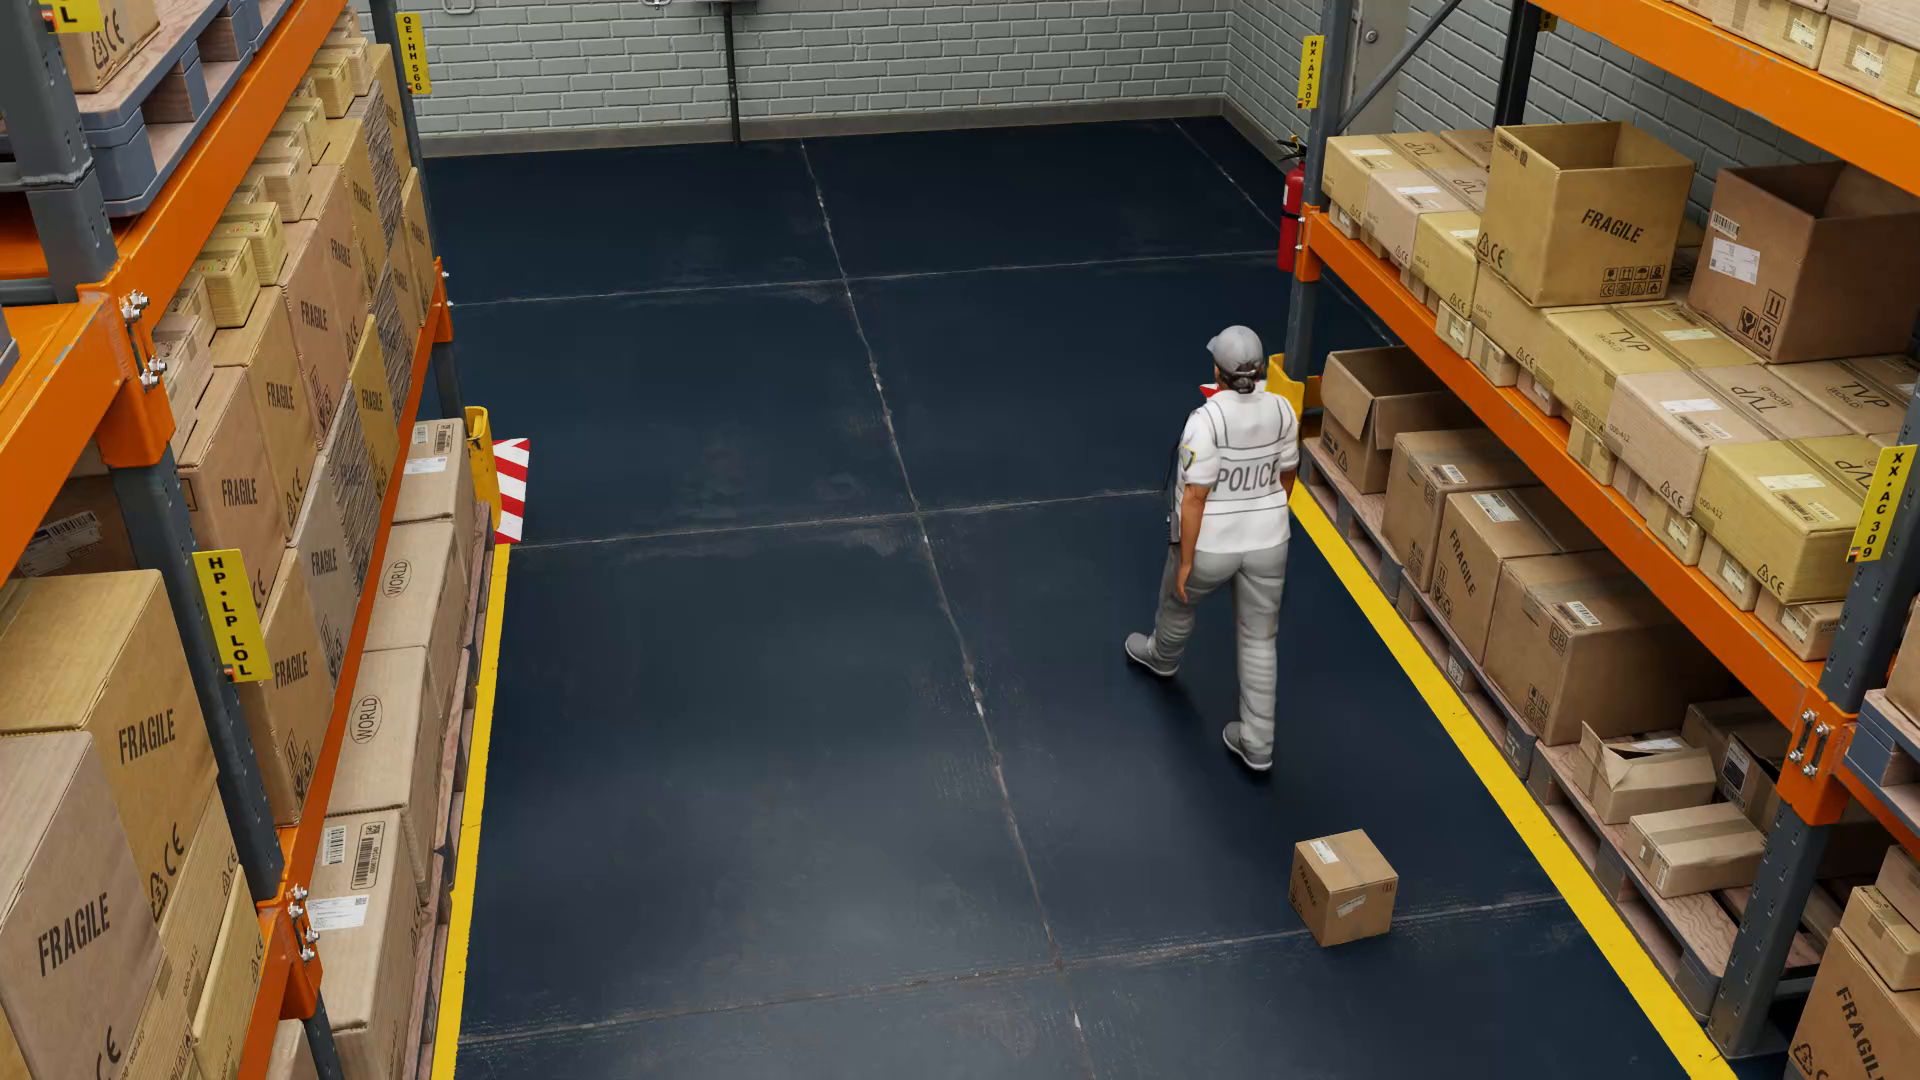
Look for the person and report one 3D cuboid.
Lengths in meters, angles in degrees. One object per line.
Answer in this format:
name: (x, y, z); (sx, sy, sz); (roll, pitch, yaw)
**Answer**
person: (0.993, -0.037, 6.185); (0.506, 1.598, 0.963); (-7, 32, -11)
